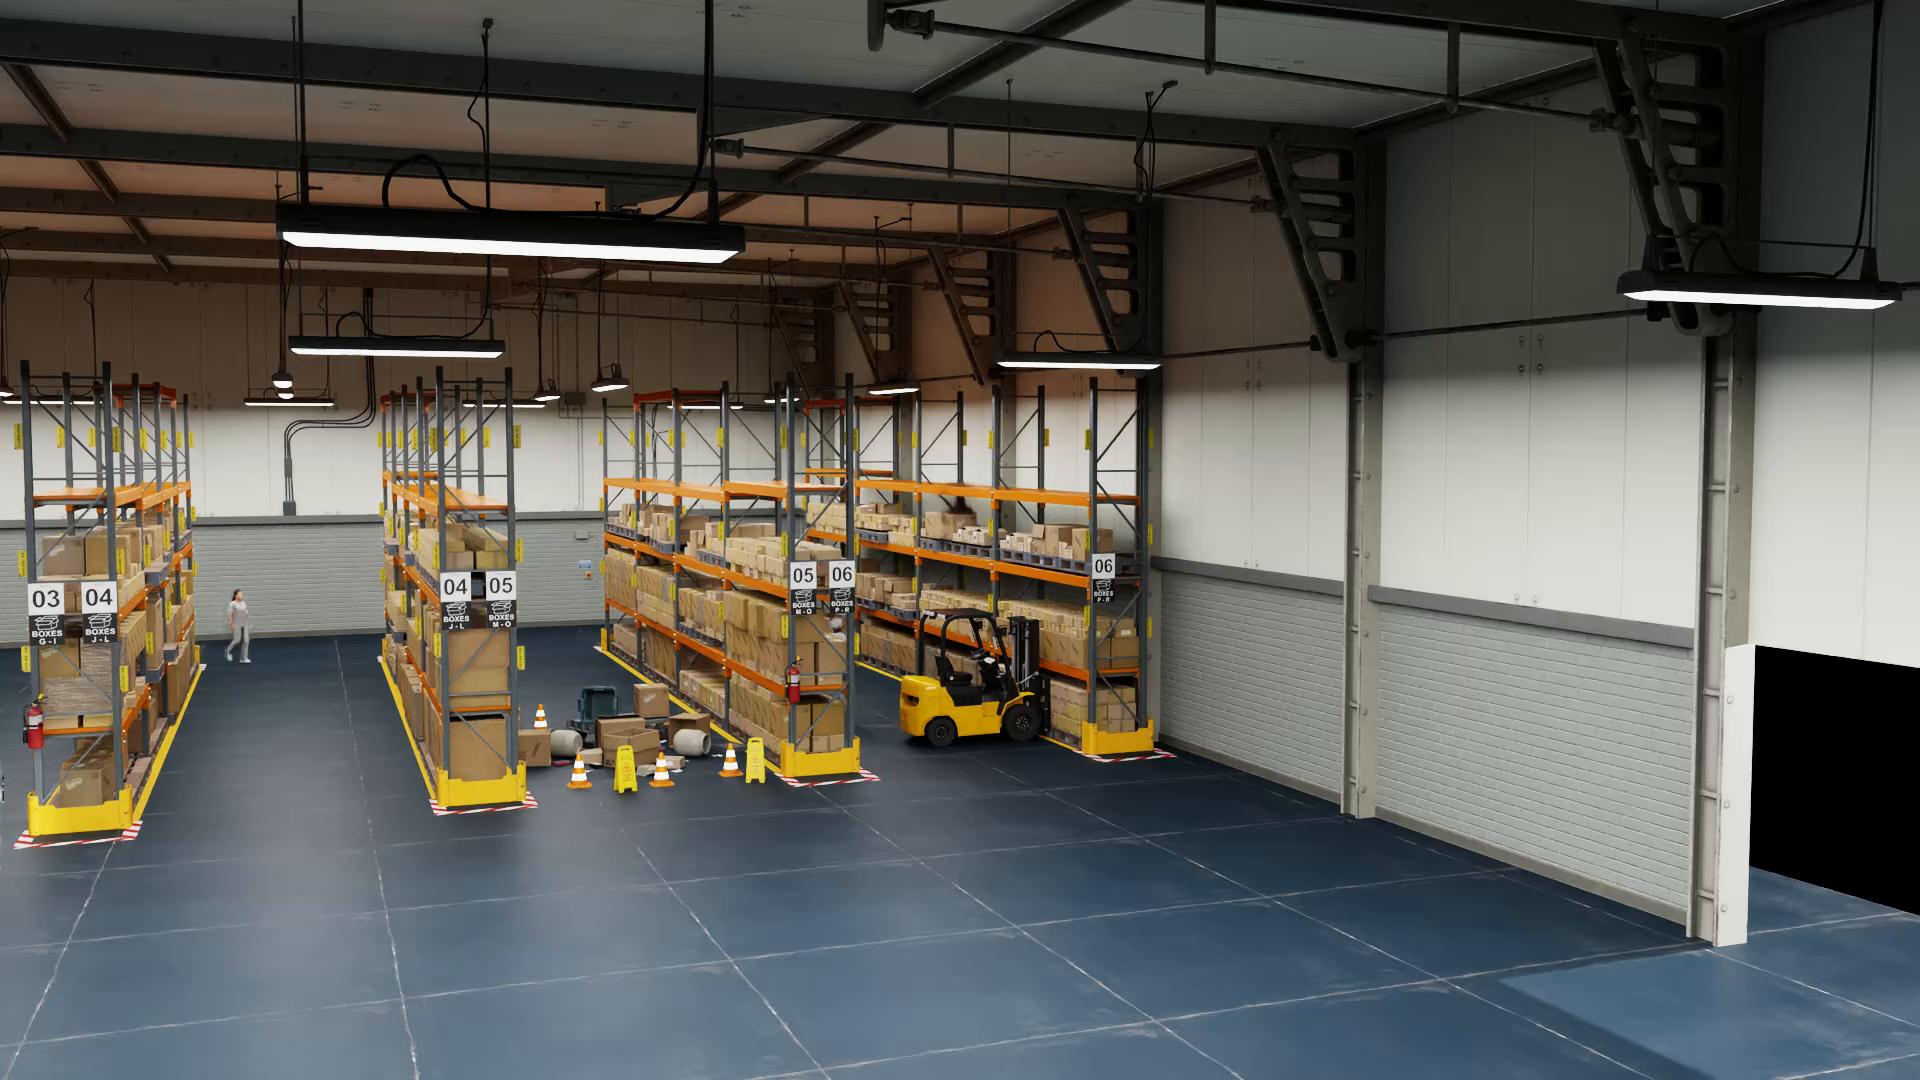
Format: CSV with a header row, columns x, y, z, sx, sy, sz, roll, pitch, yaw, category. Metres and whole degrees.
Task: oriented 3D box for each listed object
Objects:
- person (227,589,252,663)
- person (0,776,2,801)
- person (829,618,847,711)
x,y,z,sx,sy,sz,roll,pitch,yaw,category
-16.160,1.924,37.222,0.520,1.660,0.497,2,4,34,person
-10.850,3.020,18.410,0.415,1.751,0.586,-1,4,-12,person
-2.210,2.285,30.109,0.443,1.736,0.778,-1,4,-23,person
